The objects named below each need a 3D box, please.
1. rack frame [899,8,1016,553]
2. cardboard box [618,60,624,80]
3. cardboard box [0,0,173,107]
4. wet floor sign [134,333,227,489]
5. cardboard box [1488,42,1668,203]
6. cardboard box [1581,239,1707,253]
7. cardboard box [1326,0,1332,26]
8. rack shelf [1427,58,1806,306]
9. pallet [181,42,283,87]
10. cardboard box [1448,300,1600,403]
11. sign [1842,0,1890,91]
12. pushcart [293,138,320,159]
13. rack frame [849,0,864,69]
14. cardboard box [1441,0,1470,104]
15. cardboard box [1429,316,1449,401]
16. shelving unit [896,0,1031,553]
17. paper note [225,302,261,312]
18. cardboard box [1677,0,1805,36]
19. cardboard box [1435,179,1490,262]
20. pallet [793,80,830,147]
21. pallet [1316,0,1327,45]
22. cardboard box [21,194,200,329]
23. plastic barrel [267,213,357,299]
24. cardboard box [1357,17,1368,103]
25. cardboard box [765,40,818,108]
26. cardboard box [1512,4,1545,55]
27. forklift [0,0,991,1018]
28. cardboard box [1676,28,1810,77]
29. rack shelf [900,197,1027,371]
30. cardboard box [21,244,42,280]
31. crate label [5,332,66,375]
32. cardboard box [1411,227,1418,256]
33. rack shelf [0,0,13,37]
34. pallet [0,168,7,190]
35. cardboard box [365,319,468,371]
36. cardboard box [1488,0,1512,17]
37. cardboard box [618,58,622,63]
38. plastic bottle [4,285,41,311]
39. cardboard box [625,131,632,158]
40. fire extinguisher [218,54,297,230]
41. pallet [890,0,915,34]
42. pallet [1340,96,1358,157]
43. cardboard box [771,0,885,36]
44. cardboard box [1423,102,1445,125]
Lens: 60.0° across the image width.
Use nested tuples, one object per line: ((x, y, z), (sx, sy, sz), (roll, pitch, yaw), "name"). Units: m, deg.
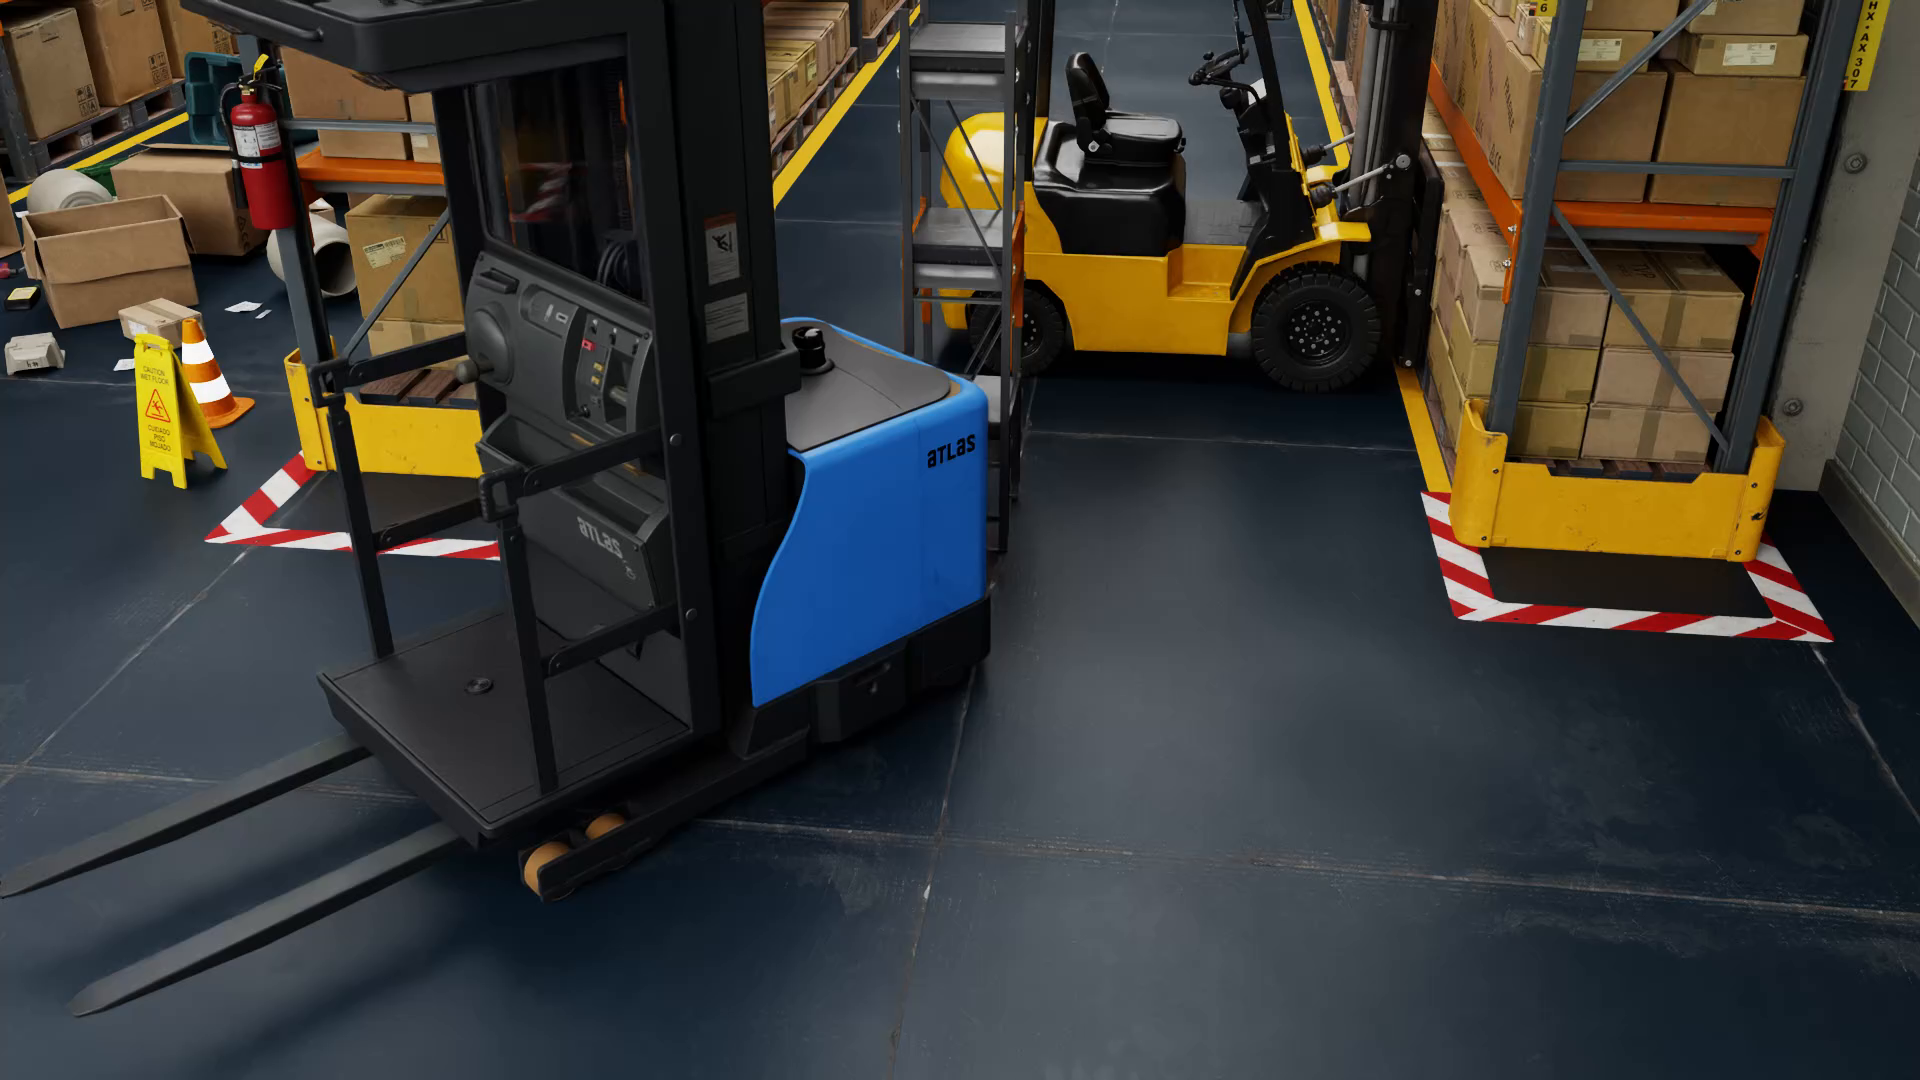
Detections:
((-0.010, -0.887, 6.183), (0.400, 2.100, 0.015), (3, 28, 6), "rack frame")
((-1.829, -2.411, 8.327), (0.380, 0.149, 0.250), (3, 28, 5), "cardboard box")
((-6.641, -3.712, 12.406), (1.050, 0.750, 0.750), (3, 28, 6), "cardboard box")
((-3.400, -0.579, 7.145), (0.267, 0.644, 0.232), (14, 31, 24), "wet floor sign")
((2.411, -1.647, 6.539), (0.500, 0.500, 0.500), (3, 28, 5), "cardboard box")
((2.916, -1.221, 7.257), (0.500, 0.250, 0.500), (3, 28, 6), "cardboard box")
((3.564, -4.899, 14.874), (0.500, 0.500, 0.500), (5, 29, 8), "cardboard box")
((2.857, -1.981, 8.023), (1.077, 0.370, 4.000), (3, 28, 6), "rack shelf")
((-6.431, -4.054, 14.053), (1.003, 0.211, 1.213), (3, 28, 6), "pallet")
((2.361, -0.798, 6.998), (0.500, 0.250, 0.500), (3, 28, 6), "cardboard box")
((3.162, -1.737, 5.816), (0.100, 0.325, 0.005), (3, 28, 6), "sign")
((-4.094, -2.480, 10.956), (1.648, 0.377, 0.936), (-6, 29, -11), "pushcart")
((-1.335, -5.409, 13.627), (1.000, 3.000, 0.127), (3, 28, 6), "rack frame")
((2.597, -2.369, 7.880), (0.500, 0.500, 0.500), (4, 29, 7), "cardboard box")
((2.426, -0.804, 7.535), (0.500, 0.250, 0.500), (3, 28, 6), "cardboard box")
((0.020, -1.002, 6.397), (0.431, 2.100, 0.503), (3, 28, 6), "shelving unit")
((-3.922, -1.283, 9.110), (0.148, 0.019, 0.142), (14, 31, 24), "paper note")
((2.865, -1.962, 6.127), (0.380, 0.149, 0.250), (3, 28, 5), "cardboard box")
((2.467, -1.484, 7.745), (0.500, 0.250, 0.500), (4, 29, 7), "cardboard box")
((-1.584, -3.241, 12.543), (1.003, 0.211, 1.213), (3, 28, 6), "pallet")
((3.873, -4.816, 15.467), (1.003, 0.211, 1.213), (3, 28, 6), "pallet")
((-4.612, -1.518, 9.037), (0.797, 0.503, 0.637), (-17, 33, -29), "cardboard box")
((-3.564, -1.569, 9.216), (0.421, 0.421, 0.512), (-24, 36, -37), "plastic barrel")
((3.347, -3.344, 11.855), (0.875, 0.625, 0.625), (2, 28, 4), "cardboard box")
((-1.595, -3.467, 12.350), (0.950, 0.372, 0.625), (4, 29, 8), "cardboard box")
((2.378, -1.987, 6.487), (0.380, 0.149, 0.250), (4, 29, 7), "cardboard box")
((-1.311, -0.526, 4.637), (3.031, 2.935, 1.130), (-24, 37, -37), "forklift")
((2.911, -1.830, 6.196), (0.380, 0.149, 0.250), (3, 28, 5), "cardboard box")
((0.020, -0.990, 6.403), (0.431, 0.518, 0.480), (3, 28, 6), "rack shelf")
((-5.133, -1.646, 9.525), (0.396, 0.266, 0.258), (8, 29, 15), "cardboard box")
((-4.651, -0.938, 8.347), (0.250, 0.136, 0.298), (-11, 30, -20), "crate label")
((2.541, -1.513, 8.325), (0.500, 0.250, 0.500), (3, 28, 6), "cardboard box")
((-6.505, -4.391, 12.496), (1.077, 0.370, 4.000), (3, 28, 6), "rack shelf")
((-6.921, -2.185, 10.583), (1.003, 0.211, 1.213), (3, 28, 6), "pallet")
((-2.480, -1.025, 7.946), (0.500, 0.250, 0.500), (3, 28, 6), "cardboard box")
((2.498, -2.350, 7.161), (0.380, 0.149, 0.250), (2, 28, 5), "cardboard box")
((-1.860, -2.509, 7.825), (0.500, 0.500, 0.500), (3, 28, 5), "cardboard box")
((-5.168, -1.345, 9.181), (0.133, 0.061, 0.283), (-6, 29, -11), "plastic bottle")
((-1.810, -1.804, 8.602), (0.500, 0.500, 0.500), (4, 29, 7), "cardboard box")
((-2.786, -1.582, 6.605), (0.296, 0.674, 0.183), (3, 28, 6), "fire extinguisher")
((-1.011, -5.120, 16.032), (1.003, 0.211, 1.213), (3, 28, 6), "pallet")
((3.300, -2.936, 11.978), (1.003, 0.211, 1.213), (3, 28, 6), "pallet")
((-1.168, -4.978, 14.626), (0.875, 0.875, 0.875), (3, 28, 6), "cardboard box")
((2.658, -2.204, 9.081), (0.500, 0.250, 0.500), (3, 28, 6), "cardboard box")
